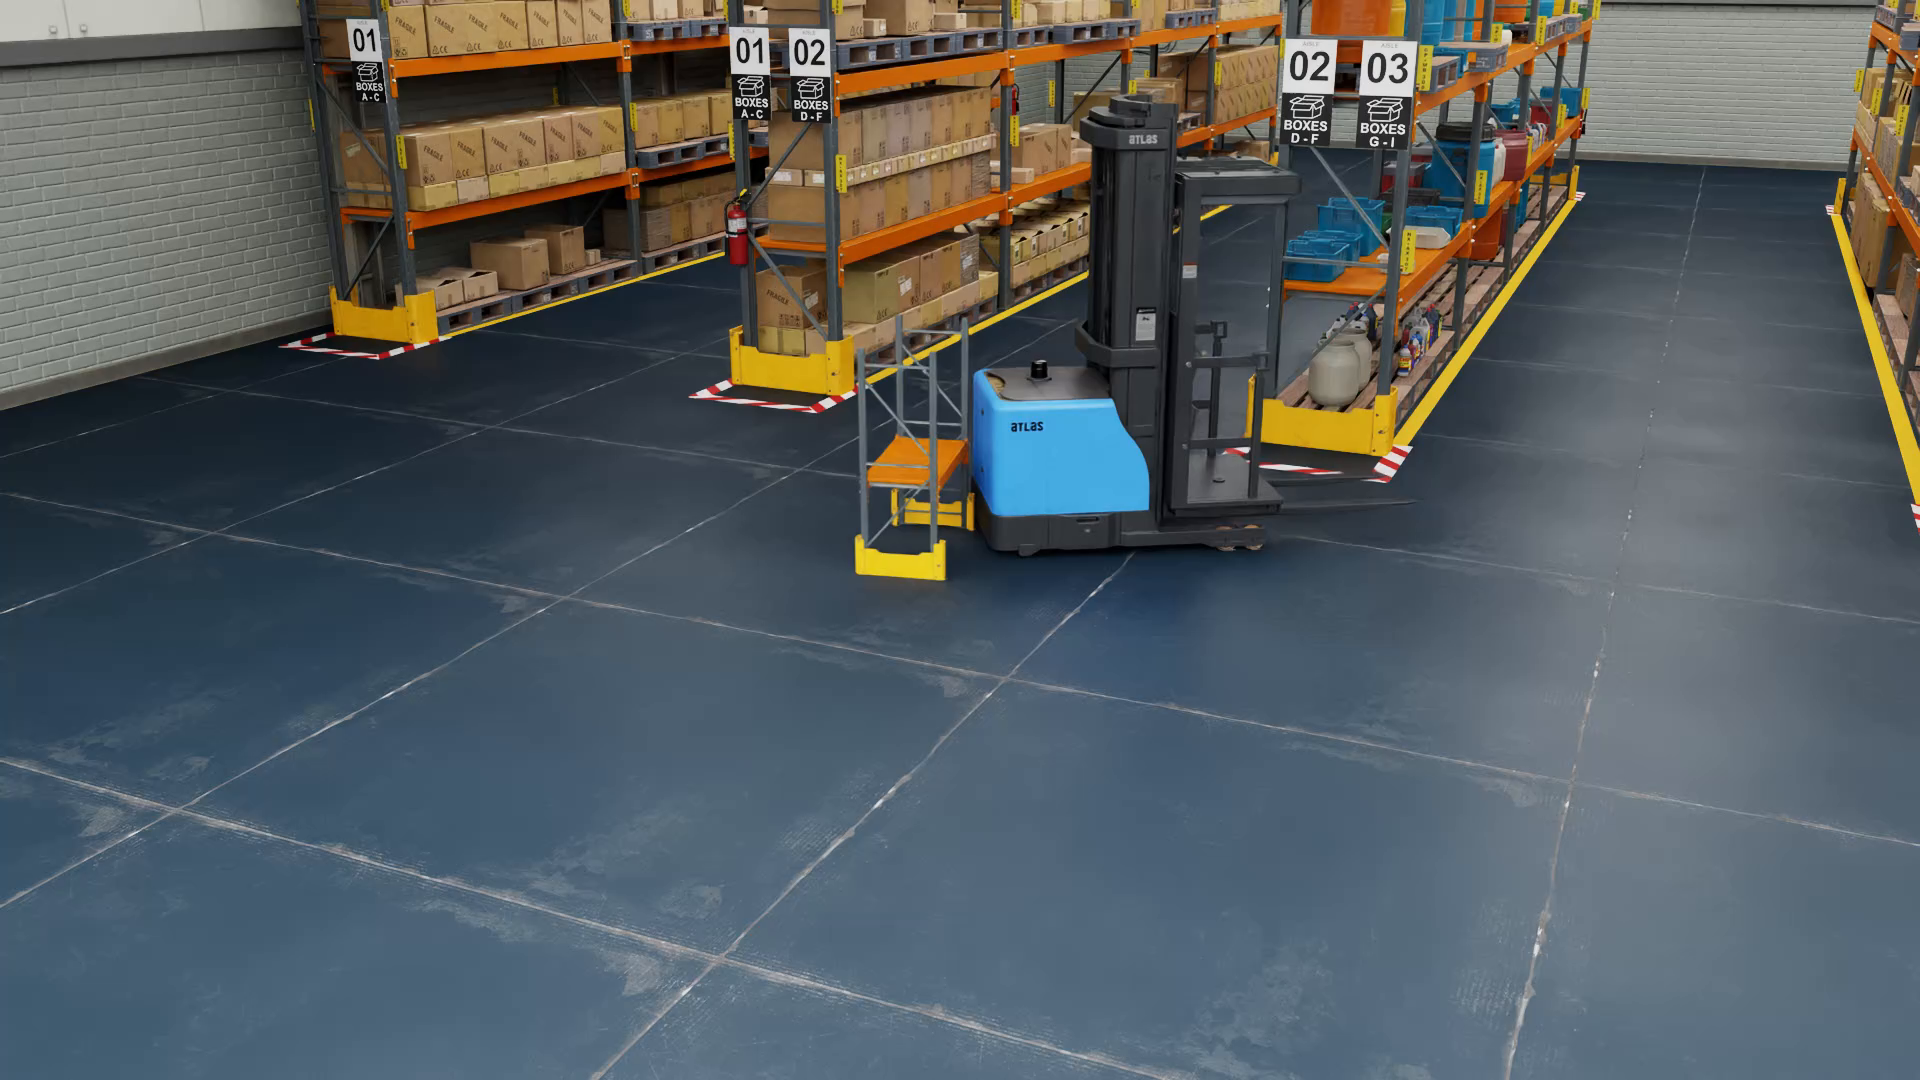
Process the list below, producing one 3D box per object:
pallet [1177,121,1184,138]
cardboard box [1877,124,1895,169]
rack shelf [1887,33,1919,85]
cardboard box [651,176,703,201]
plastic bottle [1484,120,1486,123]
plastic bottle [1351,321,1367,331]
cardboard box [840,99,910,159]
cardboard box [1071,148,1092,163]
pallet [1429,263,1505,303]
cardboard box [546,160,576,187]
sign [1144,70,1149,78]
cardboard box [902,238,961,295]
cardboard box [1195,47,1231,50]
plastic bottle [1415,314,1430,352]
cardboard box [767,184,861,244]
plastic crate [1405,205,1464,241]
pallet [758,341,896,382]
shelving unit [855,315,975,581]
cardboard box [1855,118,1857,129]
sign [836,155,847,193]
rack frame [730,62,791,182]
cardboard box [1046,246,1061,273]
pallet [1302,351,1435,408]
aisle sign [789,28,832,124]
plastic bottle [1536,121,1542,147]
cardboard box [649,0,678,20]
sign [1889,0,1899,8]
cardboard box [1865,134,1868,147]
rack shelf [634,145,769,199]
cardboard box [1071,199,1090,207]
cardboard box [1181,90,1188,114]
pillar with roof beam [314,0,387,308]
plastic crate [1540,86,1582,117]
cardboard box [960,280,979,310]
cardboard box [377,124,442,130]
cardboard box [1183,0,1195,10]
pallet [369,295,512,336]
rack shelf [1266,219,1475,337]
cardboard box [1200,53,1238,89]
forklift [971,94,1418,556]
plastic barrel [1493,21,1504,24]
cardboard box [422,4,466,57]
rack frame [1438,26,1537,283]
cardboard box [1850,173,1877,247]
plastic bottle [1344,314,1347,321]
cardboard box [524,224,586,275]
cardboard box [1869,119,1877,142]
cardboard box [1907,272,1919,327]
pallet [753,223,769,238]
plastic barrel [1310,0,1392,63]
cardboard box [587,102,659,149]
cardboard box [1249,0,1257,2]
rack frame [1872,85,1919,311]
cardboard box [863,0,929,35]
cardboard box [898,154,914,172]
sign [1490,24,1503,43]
[{"bbox_3d":[2.517,-5.812,23.622,1.003,0.211,1.213,9,21,23],"label":"pallet"},{"bbox_3d":[11.572,-4.804,20.351,0.500,0.500,0.500,8,21,21],"label":"cardboard box"},{"bbox_3d":[11.580,-5.633,19.428,1.077,0.370,4.000,9,21,23],"label":"rack shelf"},{"bbox_3d":[-3.761,-4.668,22.073,0.500,0.250,0.500,8,21,21],"label":"cardboard box"},{"bbox_3d":[7.340,-5.741,23.309,0.061,0.283,0.133,9,21,23],"label":"plastic bottle"},{"bbox_3d":[3.789,-1.938,15.850,0.152,0.276,0.135,9,21,23],"label":"plastic bottle"},{"bbox_3d":[-0.911,-3.993,16.135,0.700,0.500,0.500,9,21,23],"label":"cardboard box"},{"bbox_3d":[1.608,-4.876,21.079,0.380,0.149,0.250,9,21,23],"label":"cardboard box"},{"bbox_3d":[5.889,-3.081,19.819,1.003,0.211,1.213,9,21,23],"label":"pallet"},{"bbox_3d":[-4.755,-4.209,19.021,0.500,0.250,0.500,8,21,22],"label":"cardboard box"},{"bbox_3d":[2.864,-7.010,25.413,0.100,0.325,0.005,9,21,23],"label":"sign"},{"bbox_3d":[-0.321,-2.864,17.403,0.500,0.500,0.500,9,21,23],"label":"cardboard box"},{"bbox_3d":[4.162,-7.859,27.449,0.500,0.500,0.500,9,21,23],"label":"cardboard box"},{"bbox_3d":[4.392,-1.969,15.827,0.144,0.351,0.185,8,21,22],"label":"plastic bottle"},{"bbox_3d":[-1.349,-3.050,15.420,0.700,0.500,0.500,9,21,23],"label":"cardboard box"},{"bbox_3d":[4.398,-2.958,15.533,0.499,0.251,0.616,9,21,23],"label":"plastic crate"},{"bbox_3d":[-1.277,-1.788,16.181,1.003,0.211,1.213,9,21,23],"label":"pallet"},{"bbox_3d":[-0.289,-0.639,11.028,0.587,1.500,1.083,4,20,11],"label":"shelving unit"},{"bbox_3d":[13.590,-6.211,24.832,0.380,0.149,0.250,9,21,23],"label":"cardboard box"},{"bbox_3d":[-1.048,-3.229,14.662,0.100,0.325,0.005,9,21,23],"label":"sign"},{"bbox_3d":[-2.796,-5.986,23.825,1.000,3.000,0.127,9,21,23],"label":"rack frame"},{"bbox_3d":[0.898,-3.391,20.005,0.500,0.250,0.500,8,21,21],"label":"cardboard box"},{"bbox_3d":[3.793,-1.516,15.418,1.003,0.211,1.213,9,21,23],"label":"pallet"},{"bbox_3d":[-1.299,-4.025,14.430,0.394,0.787,0.004,9,21,23],"label":"aisle sign"},{"bbox_3d":[7.802,-5.500,22.532,0.144,0.351,0.185,9,21,23],"label":"plastic bottle"},{"bbox_3d":[-3.885,-6.677,20.797,0.500,0.311,0.500,9,22,24],"label":"cardboard box"},{"bbox_3d":[11.892,-6.940,21.140,0.100,0.325,0.005,9,21,23],"label":"sign"},{"bbox_3d":[12.540,-5.426,22.623,0.380,0.149,0.250,9,21,24],"label":"cardboard box"},{"bbox_3d":[-3.615,-5.036,22.226,1.077,0.370,4.000,9,21,23],"label":"rack shelf"},{"bbox_3d":[1.735,-4.280,21.668,0.500,0.311,0.500,9,22,24],"label":"cardboard box"},{"bbox_3d":[3.333,-6.766,25.867,0.500,0.500,0.500,9,21,24],"label":"cardboard box"},{"bbox_3d":[-2.647,-6.109,15.217,9.100,9.000,0.400,9,21,23],"label":"pillar with roof beam"},{"bbox_3d":[9.551,-6.989,26.503,0.616,0.435,0.499,9,21,23],"label":"plastic crate"},{"bbox_3d":[-0.118,-2.664,17.960,0.500,0.250,0.500,9,21,23],"label":"cardboard box"},{"bbox_3d":[-5.858,-4.158,17.760,0.500,0.500,0.500,9,21,23],"label":"cardboard box"},{"bbox_3d":[3.089,-8.092,24.344,0.600,0.600,0.600,6,21,18],"label":"cardboard box"},{"bbox_3d":[-5.676,-2.494,18.165,1.003,0.211,1.213,9,21,23],"label":"pallet"},{"bbox_3d":[3.785,-2.454,14.965,1.077,0.370,4.000,9,21,23],"label":"rack shelf"},{"bbox_3d":[4.023,-7.312,25.911,0.500,0.500,0.500,8,21,21],"label":"cardboard box"},{"bbox_3d":[1.639,-1.478,11.251,3.031,2.935,1.130,-3,20,-7],"label":"forklift"},{"bbox_3d":[6.187,-5.884,19.294,0.294,0.245,0.294,0,20,0],"label":"plastic barrel"},{"bbox_3d":[-5.455,-5.238,17.064,0.500,0.500,0.500,10,22,26],"label":"cardboard box"},{"bbox_3d":[6.242,-4.627,20.002,1.000,3.000,0.127,9,21,23],"label":"rack frame"},{"bbox_3d":[12.155,-4.168,21.257,1.225,0.875,0.875,9,21,23],"label":"cardboard box"},{"bbox_3d":[3.712,-2.039,16.124,0.061,0.283,0.133,10,22,25],"label":"plastic bottle"},{"bbox_3d":[-4.823,-3.470,19.824,0.500,0.500,0.500,7,21,19],"label":"cardboard box"},{"bbox_3d":[12.340,-5.410,21.986,0.500,0.250,0.500,8,21,22],"label":"cardboard box"},{"bbox_3d":[10.063,-2.424,16.881,0.700,0.500,0.500,11,22,27],"label":"cardboard box"},{"bbox_3d":[-3.118,-4.434,23.621,1.003,0.211,1.213,9,21,23],"label":"pallet"},{"bbox_3d":[3.049,-4.161,12.947,0.600,0.830,0.708,9,21,23],"label":"plastic barrel"},{"bbox_3d":[-4.195,-5.169,20.720,0.700,0.500,0.500,9,21,23],"label":"cardboard box"},{"bbox_3d":[4.411,-8.680,26.401,0.500,0.250,0.500,9,21,23],"label":"cardboard box"},{"bbox_3d":[10.761,-3.947,18.091,1.000,3.000,0.127,9,21,23],"label":"rack frame"},{"bbox_3d":[-0.622,-5.056,15.749,0.500,0.500,0.500,9,21,23],"label":"cardboard box"},{"bbox_3d":[-0.669,-3.699,16.277,0.380,0.149,0.250,8,21,22],"label":"cardboard box"},{"bbox_3d":[5.101,-4.743,15.838,0.100,0.325,0.005,9,21,23],"label":"sign"}]
